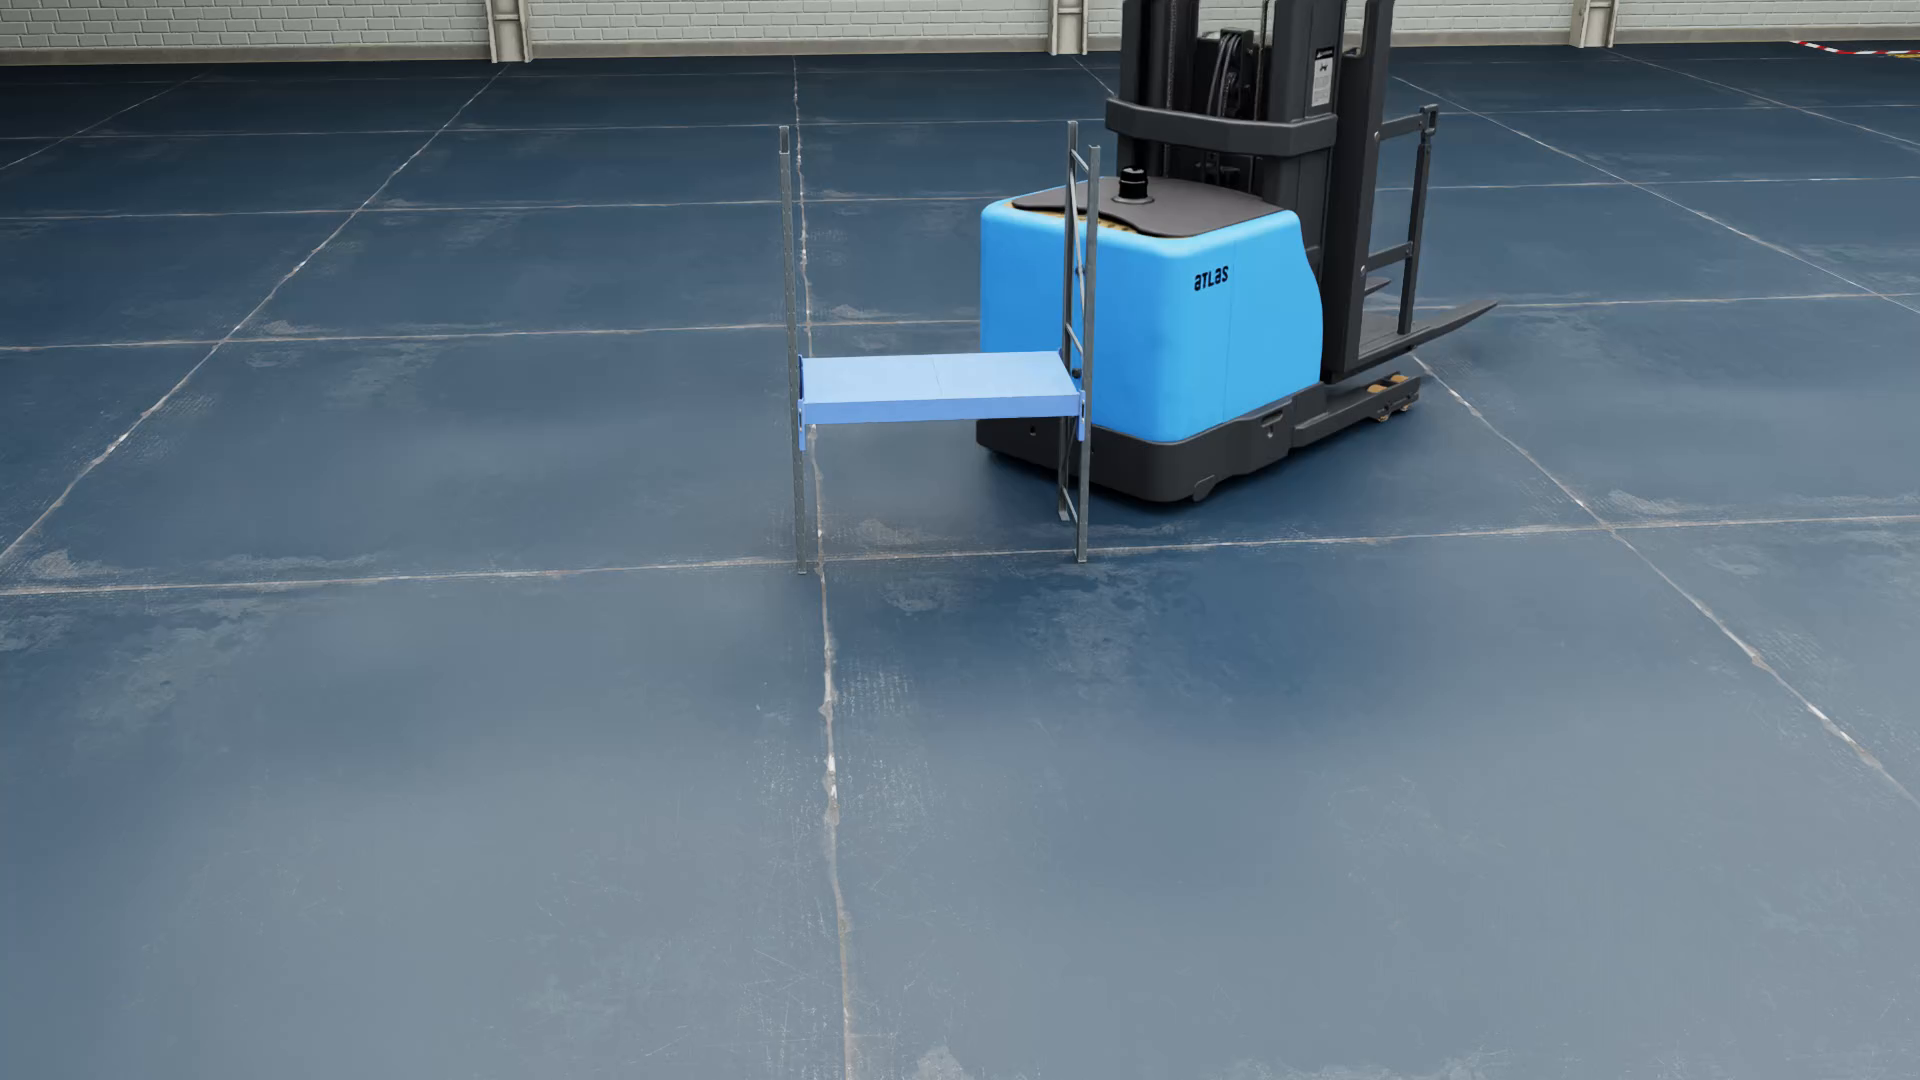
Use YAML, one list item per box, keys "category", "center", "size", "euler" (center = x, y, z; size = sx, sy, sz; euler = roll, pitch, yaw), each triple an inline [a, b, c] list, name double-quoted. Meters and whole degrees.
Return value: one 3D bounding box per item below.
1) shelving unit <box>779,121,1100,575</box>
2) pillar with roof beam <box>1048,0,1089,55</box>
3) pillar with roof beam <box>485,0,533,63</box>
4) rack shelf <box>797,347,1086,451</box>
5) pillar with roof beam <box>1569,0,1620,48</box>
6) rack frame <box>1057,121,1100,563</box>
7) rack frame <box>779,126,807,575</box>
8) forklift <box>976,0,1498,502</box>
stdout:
- category: "shelving unit"
  center: [-0.085, -0.682, 5.938]
  size: [1.048, 1.500, 0.538]
  euler: [-2, 24, -5]
- category: "pillar with roof beam"
  center: [1.606, -7.746, 12.598]
  size: [0.400, 9.000, 9.100]
  euler: [-2, 24, -5]
- category: "pillar with roof beam"
  center: [-4.365, -7.507, 12.060]
  size: [0.400, 9.000, 9.100]
  euler: [-2, 24, -5]
- category: "rack shelf"
  center: [-0.085, -0.518, 6.011]
  size: [1.000, 0.185, 0.538]
  euler: [-2, 24, -5]
- category: "pillar with roof beam"
  center: [7.576, -7.986, 13.137]
  size: [0.400, 9.000, 9.100]
  euler: [-2, 24, -5]
- category: "rack frame"
  center: [0.421, -0.702, 5.983]
  size: [0.032, 1.500, 0.500]
  euler: [-2, 24, -5]
- category: "rack frame"
  center: [-0.591, -0.662, 5.892]
  size: [0.032, 1.500, 0.500]
  euler: [-2, 24, -5]
- category: "forklift"
  center: [1.446, -1.993, 7.126]
  size: [1.130, 2.935, 3.031]
  euler: [21, 31, 39]
